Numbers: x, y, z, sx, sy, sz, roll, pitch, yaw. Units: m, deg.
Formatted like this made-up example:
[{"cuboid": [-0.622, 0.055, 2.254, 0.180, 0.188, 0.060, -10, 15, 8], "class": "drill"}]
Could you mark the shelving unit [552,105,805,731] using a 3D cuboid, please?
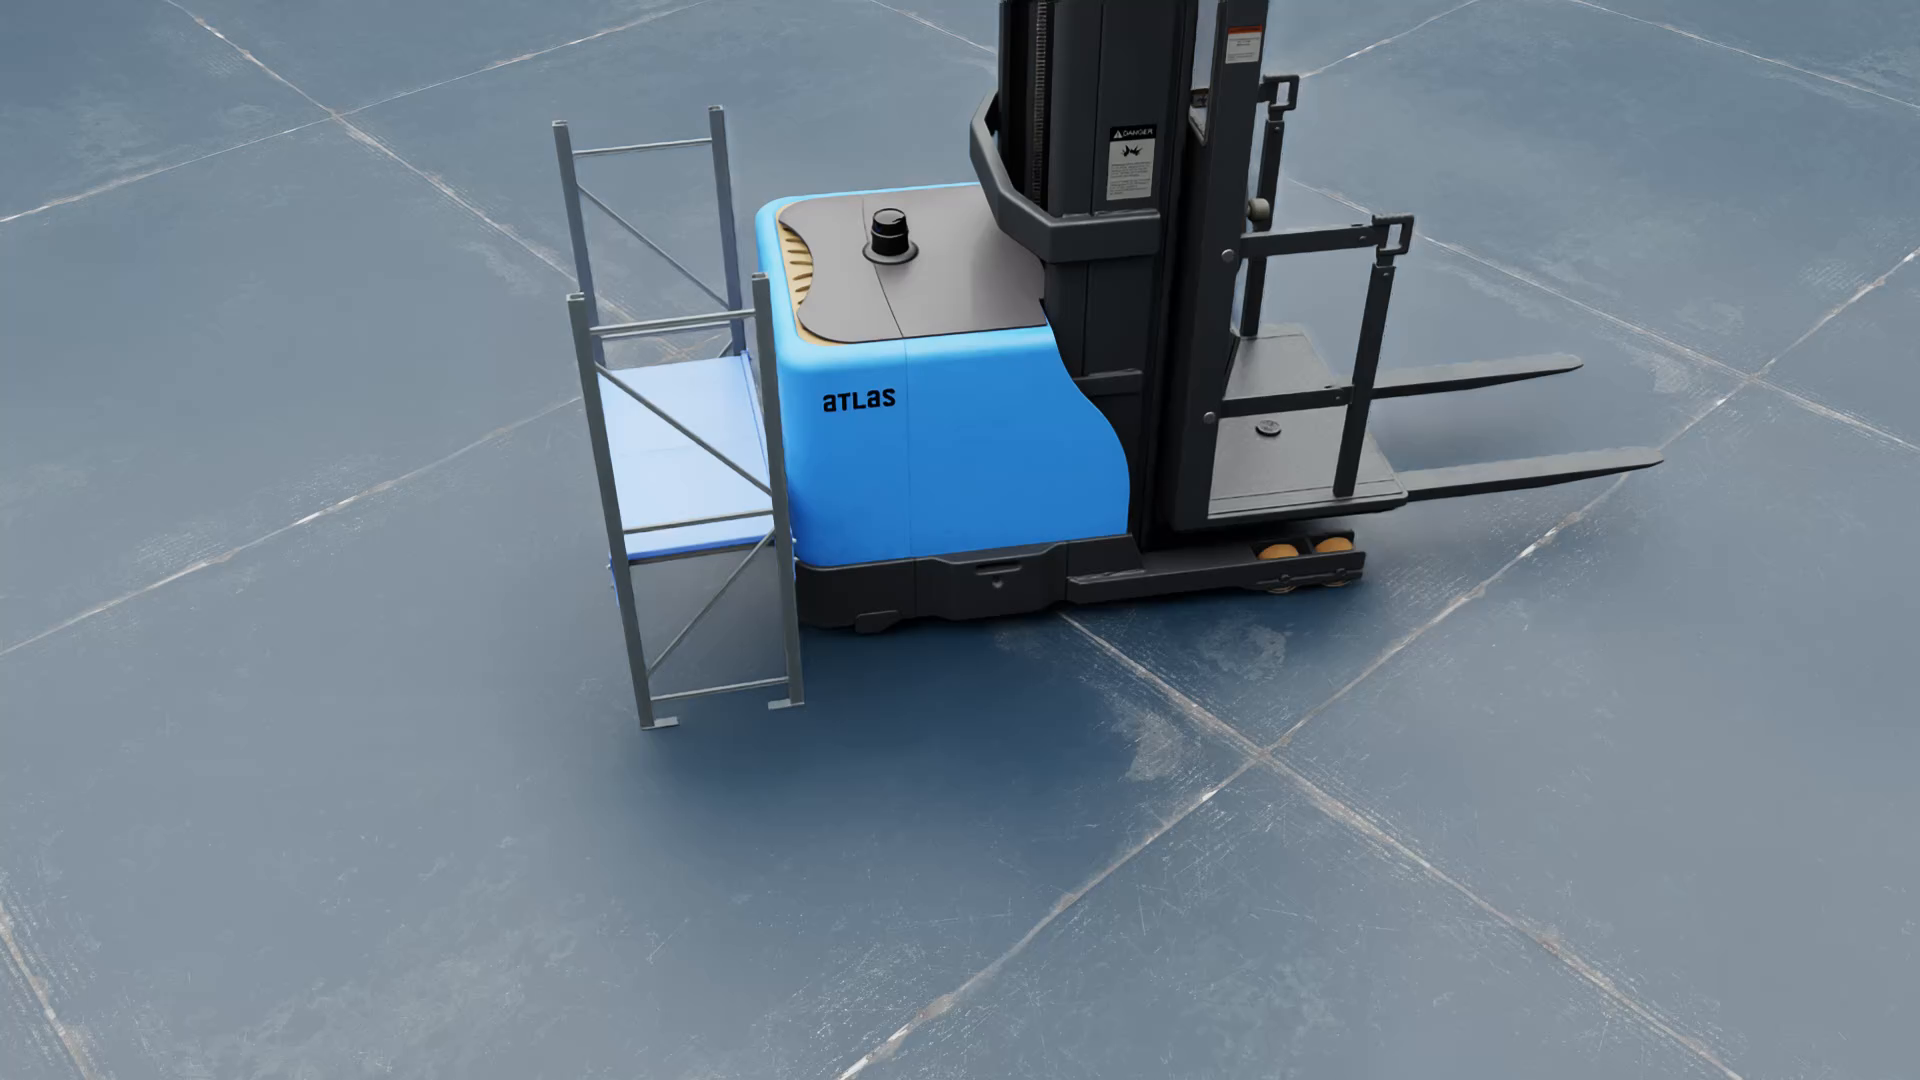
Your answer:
[{"cuboid": [-0.838, -0.361, 5.002, 0.538, 1.500, 1.048, -8, 40, -10], "class": "shelving unit"}]

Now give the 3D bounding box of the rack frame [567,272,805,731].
[{"cuboid": [-0.725, -0.049, 4.617, 0.500, 1.500, 0.032, -8, 40, -10], "class": "rack frame"}]

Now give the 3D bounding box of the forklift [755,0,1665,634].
[{"cuboid": [0.887, -1.284, 5.007, 3.031, 2.935, 1.130, -6, 39, -8], "class": "forklift"}]

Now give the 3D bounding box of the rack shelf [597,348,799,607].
[{"cuboid": [-0.837, -0.221, 5.115, 0.538, 0.185, 1.000, -8, 40, -10], "class": "rack shelf"}]

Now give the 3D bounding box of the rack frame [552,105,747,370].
[{"cuboid": [-0.950, -0.672, 5.388, 0.500, 1.500, 0.032, -8, 40, -10], "class": "rack frame"}]
